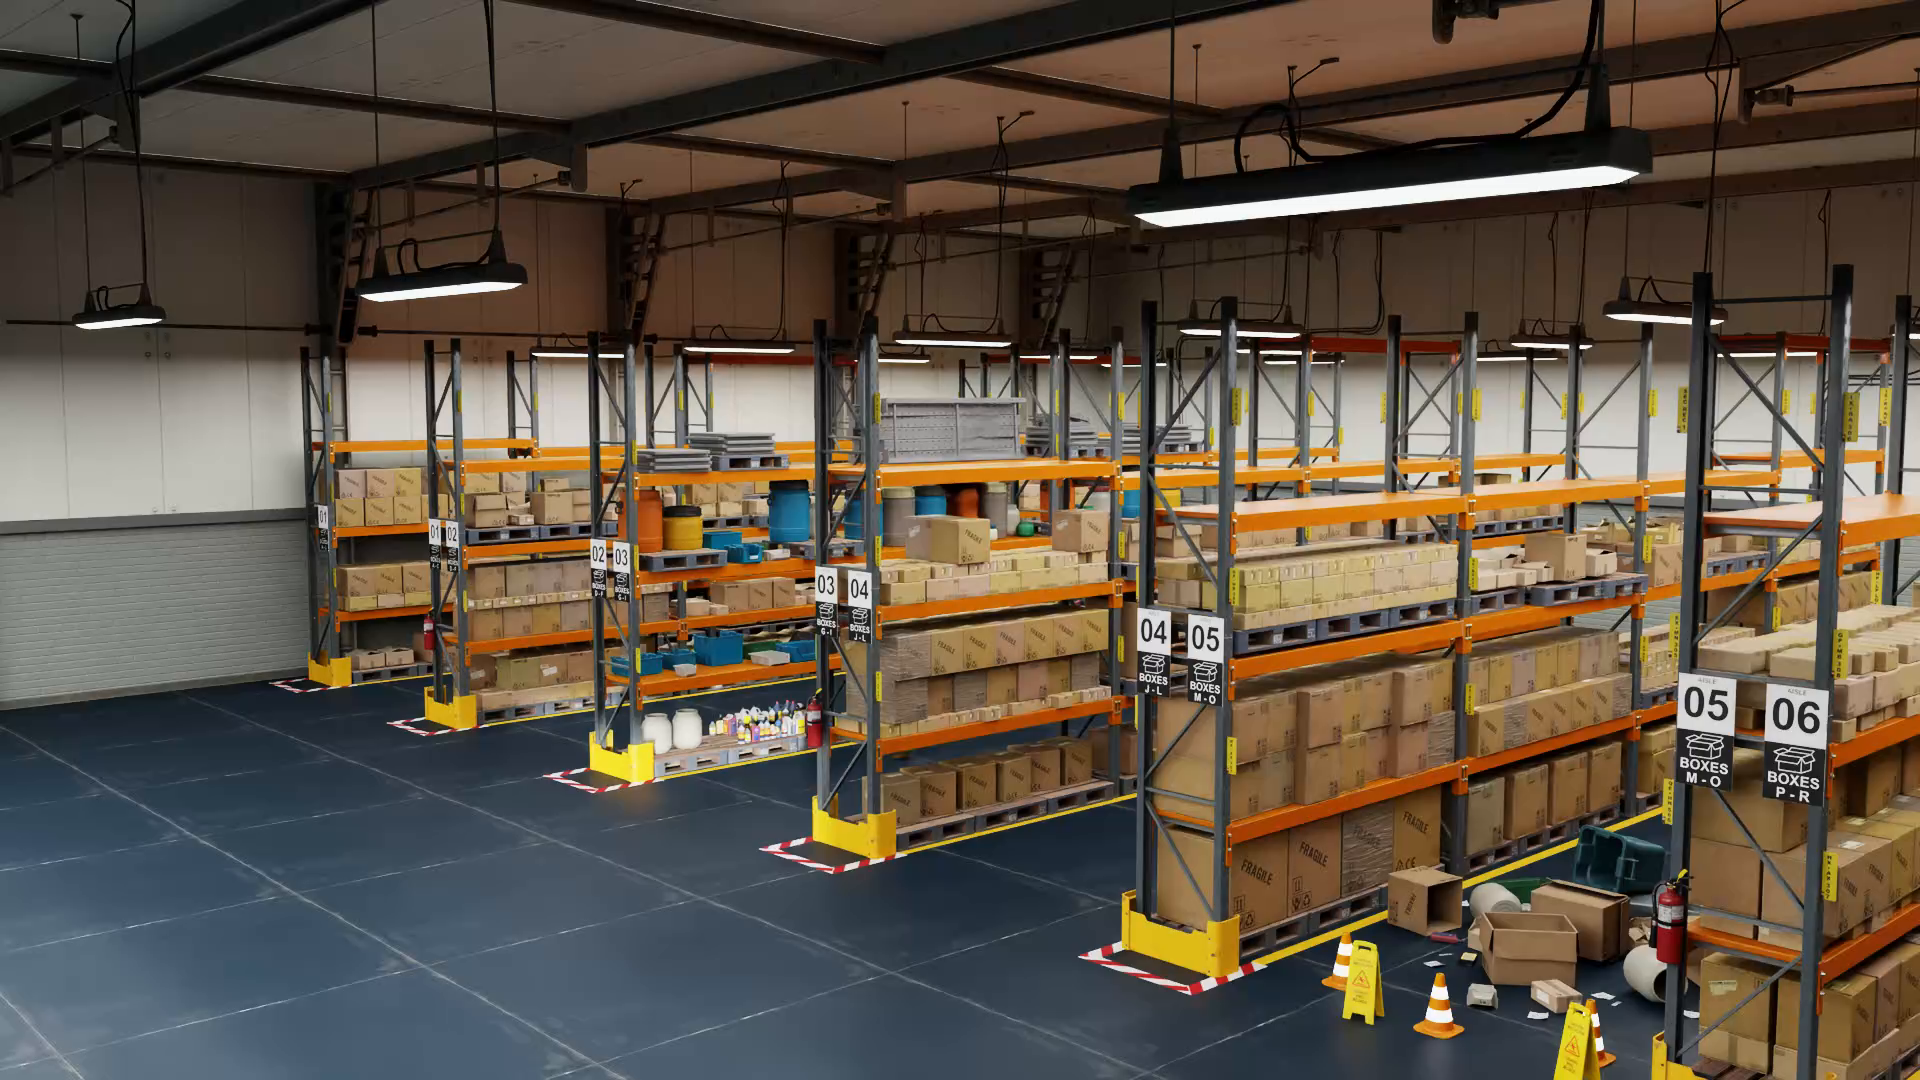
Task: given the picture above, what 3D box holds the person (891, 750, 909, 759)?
[{"bbox_3d":[-0.888,2.230,23.448,0.697,1.712,0.624,4,7,41],"label":"person"}]
